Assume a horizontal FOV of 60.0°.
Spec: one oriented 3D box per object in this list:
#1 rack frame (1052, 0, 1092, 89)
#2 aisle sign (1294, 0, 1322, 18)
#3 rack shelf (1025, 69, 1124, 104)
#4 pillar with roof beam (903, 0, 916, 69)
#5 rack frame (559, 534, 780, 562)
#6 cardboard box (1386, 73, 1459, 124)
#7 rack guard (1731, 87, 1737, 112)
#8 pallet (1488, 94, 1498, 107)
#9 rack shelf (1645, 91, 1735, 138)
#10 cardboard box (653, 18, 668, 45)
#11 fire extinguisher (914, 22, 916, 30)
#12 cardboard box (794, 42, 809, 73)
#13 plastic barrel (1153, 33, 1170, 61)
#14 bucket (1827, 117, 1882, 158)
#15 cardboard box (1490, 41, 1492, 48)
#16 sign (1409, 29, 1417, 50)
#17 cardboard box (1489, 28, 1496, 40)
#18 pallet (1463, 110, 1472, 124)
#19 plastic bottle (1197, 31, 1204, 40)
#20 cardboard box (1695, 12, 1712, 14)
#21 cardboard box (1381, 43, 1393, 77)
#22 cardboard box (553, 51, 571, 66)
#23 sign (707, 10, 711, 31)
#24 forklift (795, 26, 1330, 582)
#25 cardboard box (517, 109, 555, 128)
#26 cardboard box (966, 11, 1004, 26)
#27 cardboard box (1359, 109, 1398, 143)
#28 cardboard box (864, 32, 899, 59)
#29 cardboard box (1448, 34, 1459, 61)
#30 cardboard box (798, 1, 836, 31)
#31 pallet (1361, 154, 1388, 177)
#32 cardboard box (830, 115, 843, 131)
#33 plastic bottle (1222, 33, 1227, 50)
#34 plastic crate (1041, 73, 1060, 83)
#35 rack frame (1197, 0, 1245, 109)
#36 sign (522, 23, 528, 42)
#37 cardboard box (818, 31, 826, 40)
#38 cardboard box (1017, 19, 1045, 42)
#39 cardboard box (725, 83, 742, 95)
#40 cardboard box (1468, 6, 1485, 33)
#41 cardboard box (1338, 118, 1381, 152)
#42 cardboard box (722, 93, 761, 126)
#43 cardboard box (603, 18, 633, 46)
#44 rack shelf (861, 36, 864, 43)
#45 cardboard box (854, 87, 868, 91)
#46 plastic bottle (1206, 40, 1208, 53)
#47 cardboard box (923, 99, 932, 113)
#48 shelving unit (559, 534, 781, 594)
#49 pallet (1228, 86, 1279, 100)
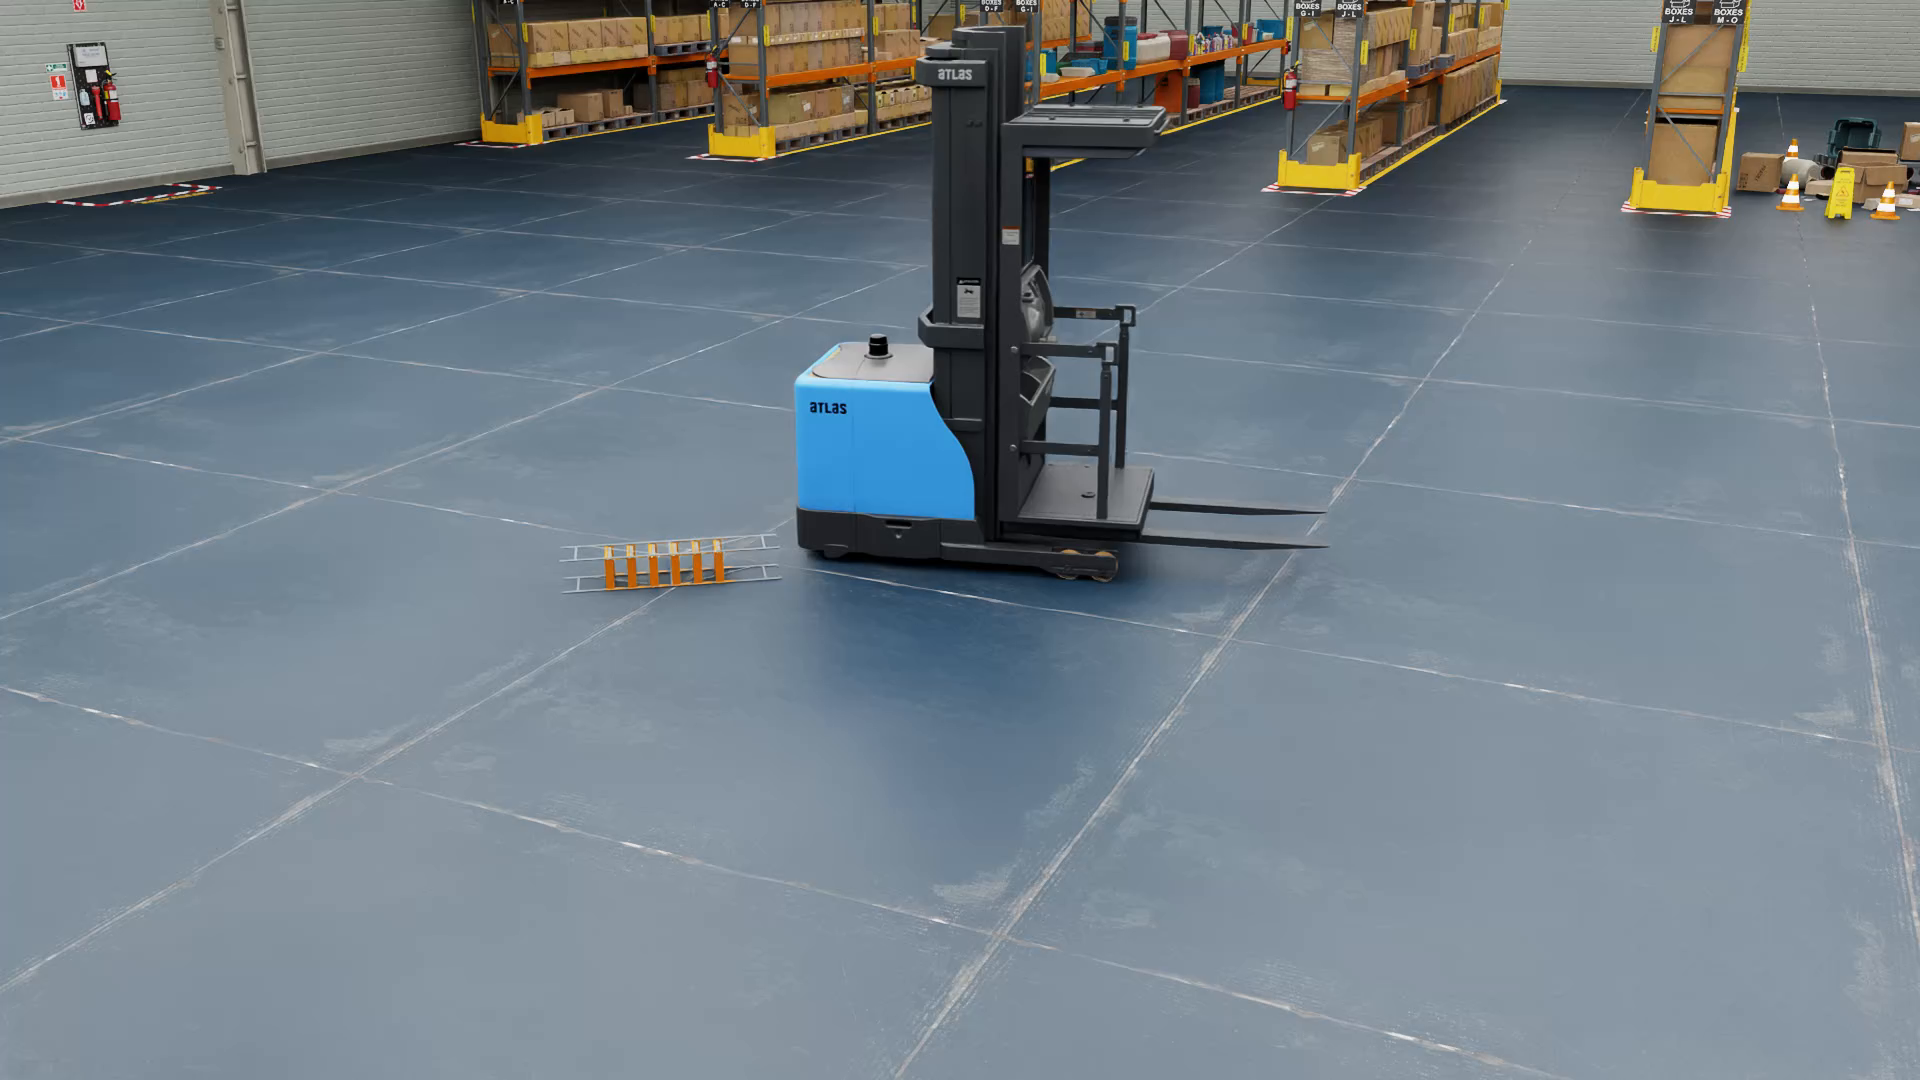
[{"bbox_3d":[2.825,-12.922,41.827,1.000,3.000,0.127,9,21,23],"label":"rack frame"},{"bbox_3d":[5.010,-7.917,23.875,0.394,0.787,0.004,9,21,23],"label":"aisle sign"},{"bbox_3d":[1.610,-7.622,27.999,1.077,0.370,4.000,9,21,23],"label":"rack shelf"},{"bbox_3d":[2.548,-16.780,43.723,9.100,9.000,0.400,9,21,23],"label":"pillar with roof beam"},{"bbox_3d":[-1.617,0.043,9.285,1.200,0.006,0.240,-4,20,-10],"label":"rack frame"},{"bbox_3d":[8.887,-8.521,31.996,1.225,0.875,0.875,8,21,20],"label":"cardboard box"},{"bbox_3d":[16.314,-9.649,36.354,1.175,0.500,0.348,9,21,23],"label":"rack guard"},{"bbox_3d":[11.605,-9.992,37.751,1.003,0.211,1.213,9,21,23],"label":"pallet"},{"bbox_3d":[10.612,-6.231,24.087,1.077,0.370,4.000,9,21,23],"label":"rack shelf"},{"bbox_3d":[-6.370,-10.337,33.754,0.700,0.500,0.500,9,21,23],"label":"cardboard box"},{"bbox_3d":[-1.213,-13.371,43.762,0.296,0.674,0.183,9,21,23],"label":"fire extinguisher"},{"bbox_3d":[-3.105,-8.531,29.331,0.700,0.500,0.500,9,21,23],"label":"cardboard box"},{"bbox_3d":[3.840,-9.504,32.050,0.421,0.512,0.421,0,20,0],"label":"plastic barrel"},{"bbox_3d":[13.479,-5.998,24.973,0.726,0.611,0.620,18,16,41],"label":"bucket"},{"bbox_3d":[11.390,-10.822,36.297,0.380,0.149,0.250,9,21,24],"label":"cardboard box"},{"bbox_3d":[7.445,-8.229,27.339,0.100,0.325,0.005,9,21,23],"label":"sign"},{"bbox_3d":[11.488,-11.136,36.584,0.500,0.250,0.500,8,21,21],"label":"cardboard box"},{"bbox_3d":[9.976,-8.779,34.338,1.003,0.211,1.213,9,21,23],"label":"pallet"},{"bbox_3d":[5.248,-10.920,36.270,0.144,0.351,0.185,9,21,23],"label":"plastic bottle"},{"bbox_3d":[12.876,-8.787,28.558,0.700,0.500,0.500,8,21,22],"label":"cardboard box"},{"bbox_3d":[6.357,-7.637,26.372,0.875,0.500,0.500,9,21,23],"label":"cardboard box"},{"bbox_3d":[-7.559,-8.914,30.752,0.500,0.250,0.500,8,21,21],"label":"cardboard box"},{"bbox_3d":[-4.216,-8.767,28.061,0.100,0.325,0.005,9,21,23],"label":"sign"},{"bbox_3d":[0.621,-1.341,9.365,3.031,2.935,1.130,4,20,10],"label":"forklift"},{"bbox_3d":[-7.882,-7.849,30.918,0.500,0.311,0.500,6,20,17],"label":"cardboard box"},{"bbox_3d":[0.565,-11.611,37.365,0.700,0.500,0.500,12,23,31],"label":"cardboard box"},{"bbox_3d":[7.218,-7.107,28.551,0.700,0.500,0.500,7,21,19],"label":"cardboard box"},{"bbox_3d":[-1.544,-9.694,32.602,0.500,0.500,0.500,10,22,27],"label":"cardboard box"},{"bbox_3d":[9.242,-9.432,31.865,0.500,0.500,0.500,8,21,21],"label":"cardboard box"},{"bbox_3d":[-2.676,-9.468,30.029,0.700,0.500,0.500,9,21,23],"label":"cardboard box"},{"bbox_3d":[6.206,-5.995,26.510,1.003,0.211,1.213,9,21,23],"label":"pallet"},{"bbox_3d":[-2.484,-7.678,30.558,0.500,0.250,0.500,9,21,23],"label":"cardboard box"},{"bbox_3d":[5.627,-10.669,35.566,0.144,0.351,0.185,9,21,23],"label":"plastic bottle"},{"bbox_3d":[1.451,-7.455,26.849,0.298,0.136,0.250,9,21,23],"label":"plastic crate"},{"bbox_3d":[5.705,-11.018,36.474,1.000,3.000,0.127,9,21,23],"label":"rack frame"},{"bbox_3d":[-7.753,-9.043,29.627,0.100,0.325,0.005,9,21,23],"label":"sign"},{"bbox_3d":[-2.632,-9.024,29.750,0.380,0.149,0.250,9,22,24],"label":"cardboard box"},{"bbox_3d":[1.644,-11.865,38.705,0.500,0.500,0.500,9,22,24],"label":"cardboard box"},{"bbox_3d":[-5.219,-9.957,36.564,0.700,0.500,0.500,9,21,23],"label":"cardboard box"},{"bbox_3d":[10.653,-10.873,34.726,0.500,0.500,0.500,9,21,23],"label":"cardboard box"},{"bbox_3d":[6.519,-6.620,27.211,0.500,0.500,0.500,17,26,40],"label":"cardboard box"},{"bbox_3d":[-3.779,-7.491,28.914,0.500,0.500,0.500,9,21,23],"label":"cardboard box"},{"bbox_3d":[-6.720,-9.884,32.359,0.500,0.500,0.500,8,21,22],"label":"cardboard box"},{"bbox_3d":[-2.515,-12.650,42.136,1.077,0.370,4.000,9,21,23],"label":"rack shelf"},{"bbox_3d":[-1.977,-8.743,32.717,0.500,0.311,0.500,9,22,24],"label":"cardboard box"},{"bbox_3d":[5.084,-10.208,34.386,0.097,0.271,0.097,0,20,0],"label":"plastic bottle"},{"bbox_3d":[-0.860,-8.873,33.919,0.500,0.250,0.500,9,22,24],"label":"cardboard box"},{"bbox_3d":[-1.617,0.130,9.316,1.200,0.189,0.258,-4,20,-10],"label":"shelving unit"},{"bbox_3d":[6.969,-10.680,39.686,1.003,0.211,1.213,9,21,23],"label":"pallet"}]
